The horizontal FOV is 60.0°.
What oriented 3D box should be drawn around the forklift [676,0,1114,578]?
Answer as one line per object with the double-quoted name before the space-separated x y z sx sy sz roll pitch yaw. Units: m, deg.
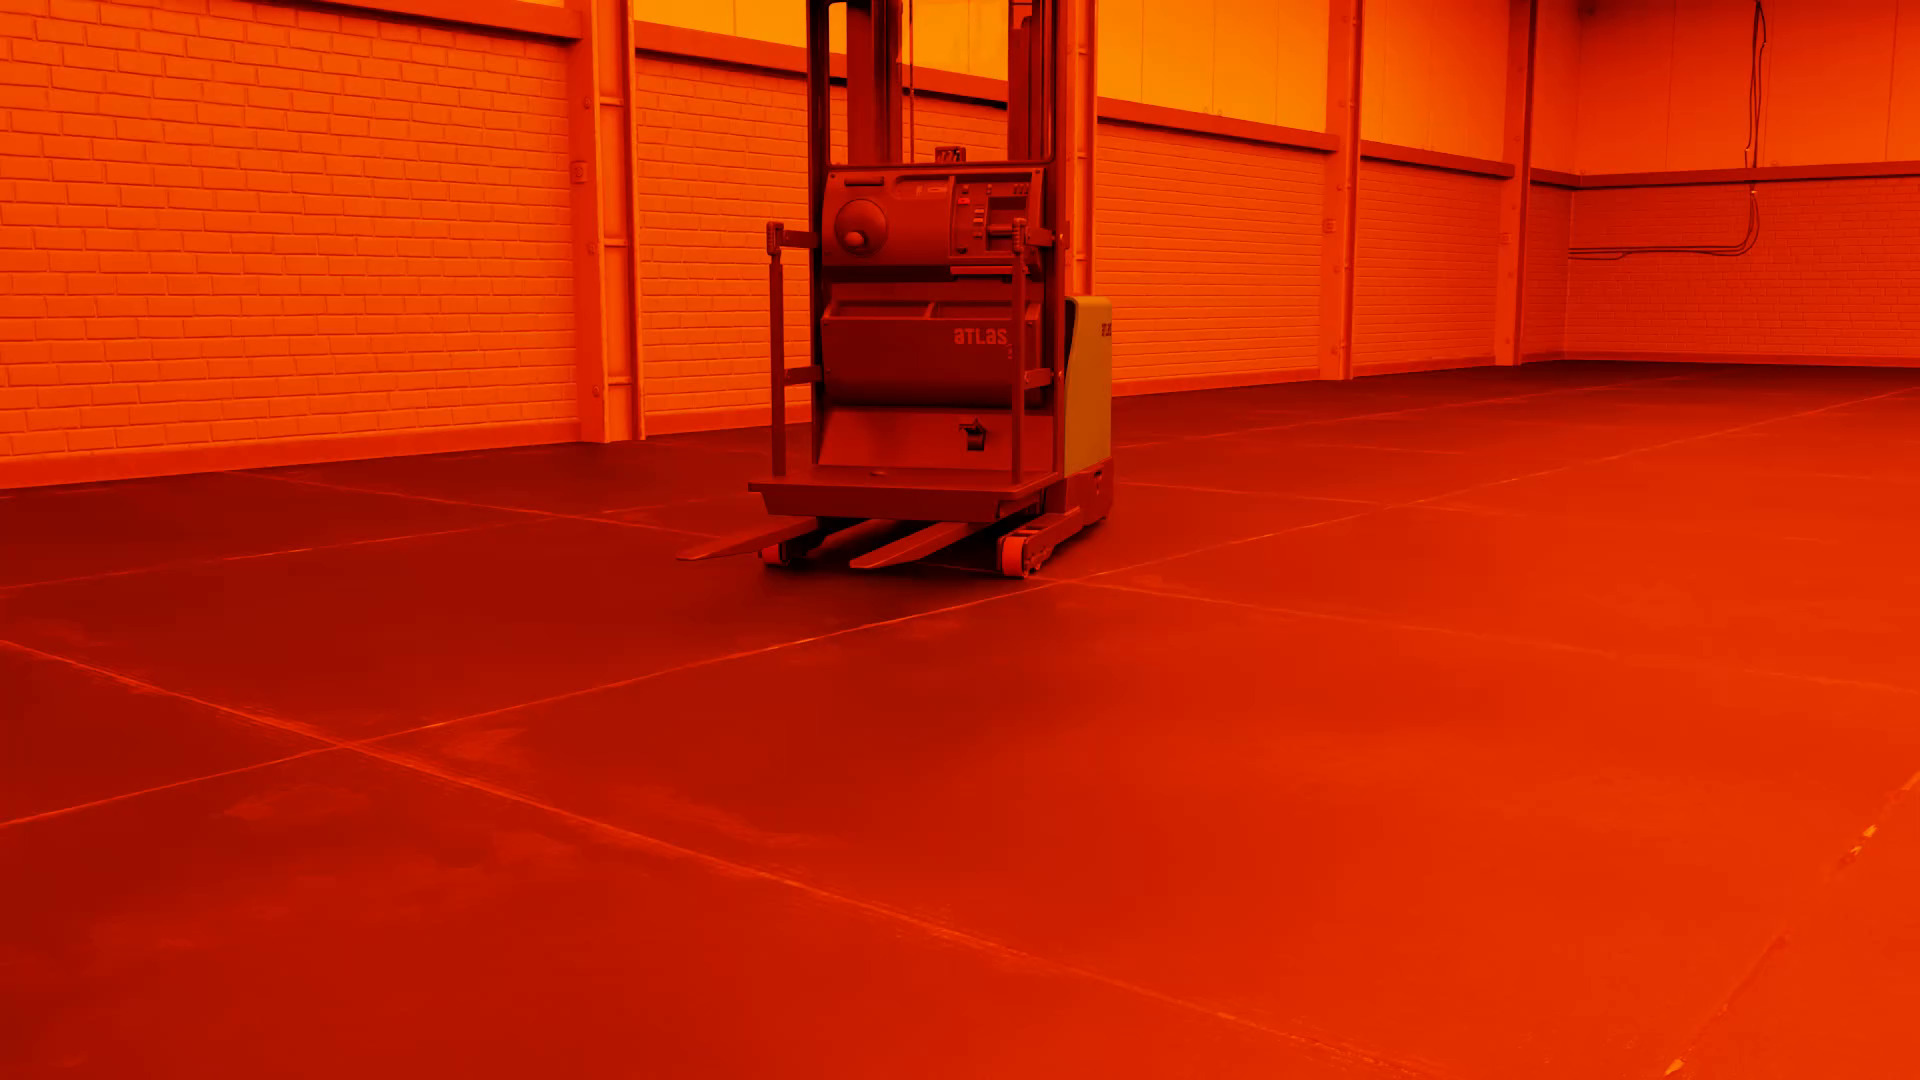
"forklift" -0.176 -1.366 6.616 1.130 2.935 3.031 3 9 17
